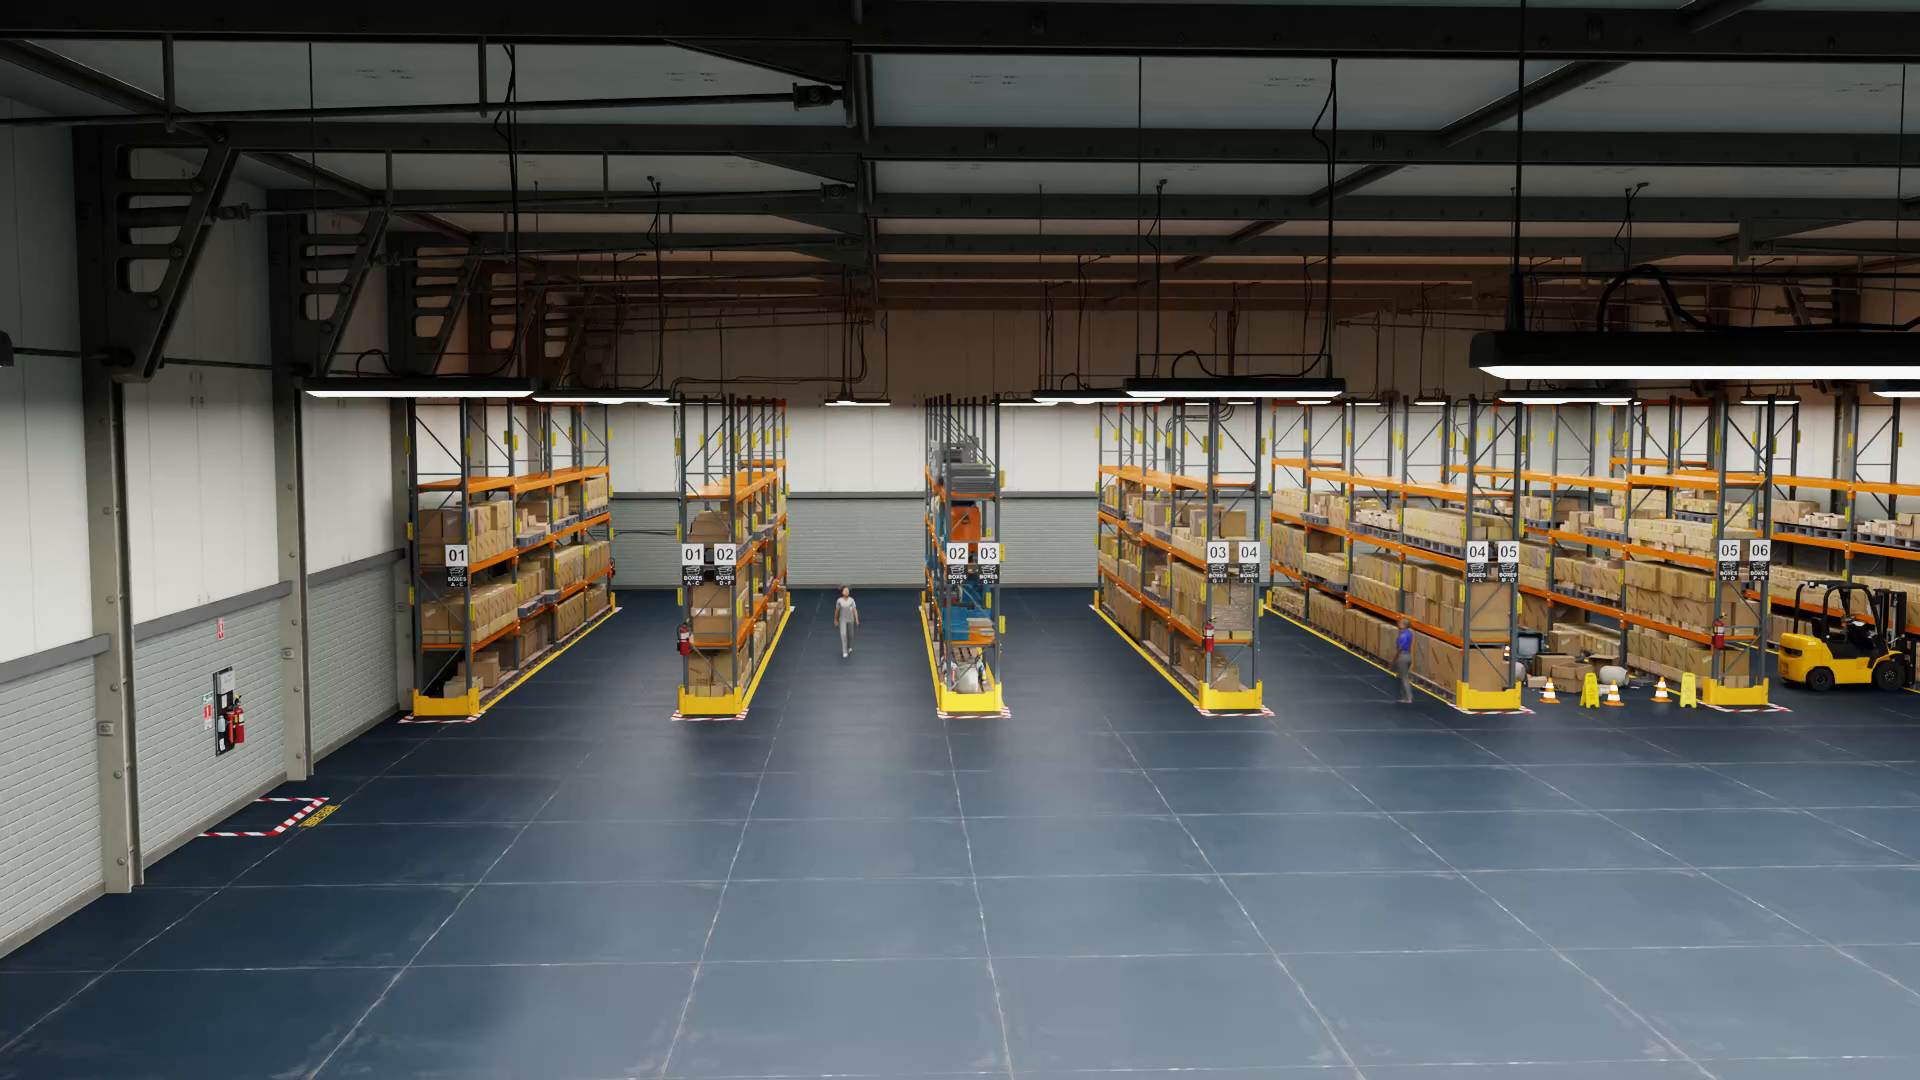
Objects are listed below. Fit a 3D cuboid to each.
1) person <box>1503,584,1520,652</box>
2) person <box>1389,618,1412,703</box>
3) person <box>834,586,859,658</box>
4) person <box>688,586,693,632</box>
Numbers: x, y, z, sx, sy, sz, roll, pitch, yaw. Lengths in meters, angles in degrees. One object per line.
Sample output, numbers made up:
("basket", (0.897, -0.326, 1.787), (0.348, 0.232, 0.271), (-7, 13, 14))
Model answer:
("person", (13.011, 1.796, 39.159), (0.417, 1.694, 0.483), (1, 5, 15))
("person", (8.584, 2.371, 32.283), (0.503, 1.715, 0.521), (-4, 6, -39))
("person", (-2.631, 1.878, 38.474), (0.560, 1.618, 1.064), (-1, 5, -7))
("person", (-6.774, 1.462, 42.660), (0.654, 1.717, 1.126), (0, 5, -4))
